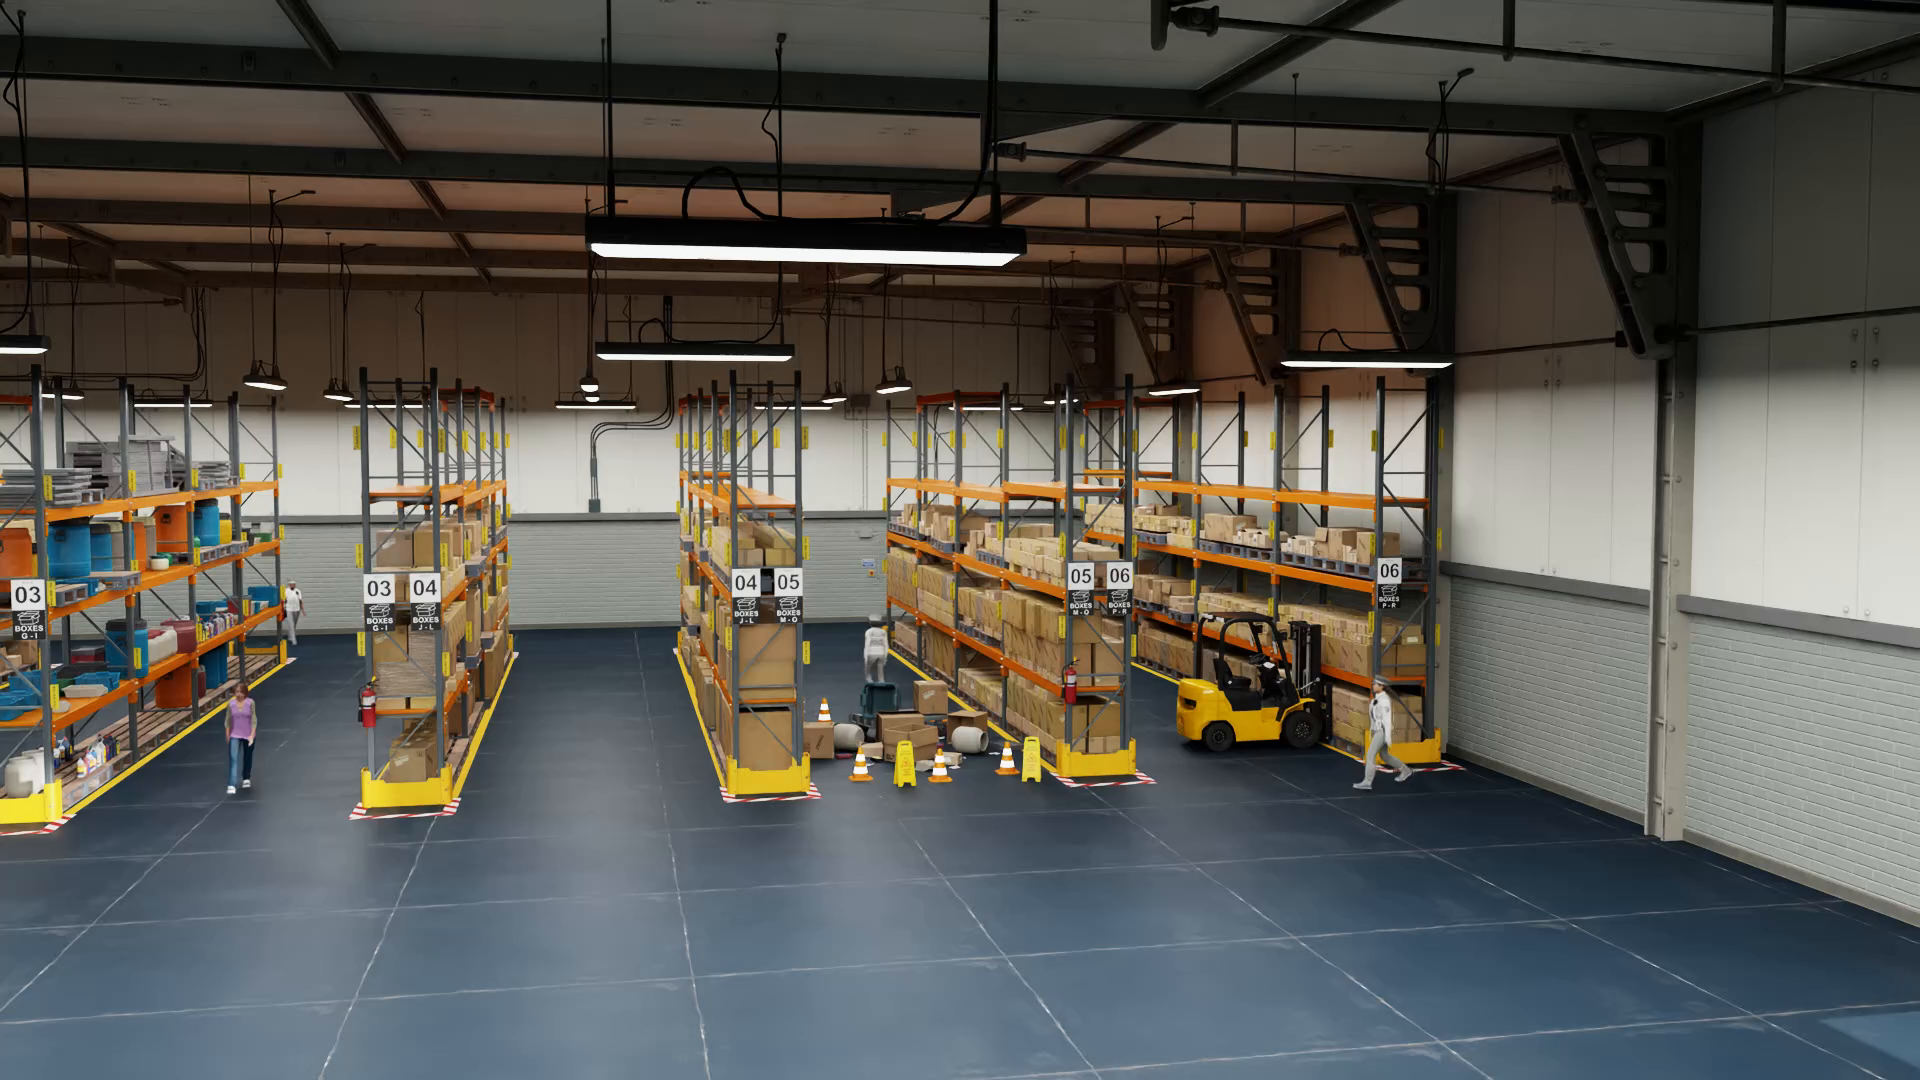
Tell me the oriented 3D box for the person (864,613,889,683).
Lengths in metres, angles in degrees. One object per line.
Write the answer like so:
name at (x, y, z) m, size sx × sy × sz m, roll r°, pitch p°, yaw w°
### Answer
person at (-1.607, 2.283, 31.928) m, size 0.522 × 1.737 × 0.592 m, roll -1°, pitch 4°, yaw -23°

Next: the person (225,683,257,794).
person at (-10.199, 2.819, 23.588) m, size 0.434 × 1.512 × 0.955 m, roll -2°, pitch 4°, yaw -26°

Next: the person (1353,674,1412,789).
person at (6.095, 2.745, 23.885) m, size 0.970 × 1.643 × 0.484 m, roll -1°, pitch 3°, yaw -10°

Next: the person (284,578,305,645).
person at (-16.406, 1.737, 40.855) m, size 0.488 × 1.610 × 1.079 m, roll -3°, pitch 4°, yaw -40°
